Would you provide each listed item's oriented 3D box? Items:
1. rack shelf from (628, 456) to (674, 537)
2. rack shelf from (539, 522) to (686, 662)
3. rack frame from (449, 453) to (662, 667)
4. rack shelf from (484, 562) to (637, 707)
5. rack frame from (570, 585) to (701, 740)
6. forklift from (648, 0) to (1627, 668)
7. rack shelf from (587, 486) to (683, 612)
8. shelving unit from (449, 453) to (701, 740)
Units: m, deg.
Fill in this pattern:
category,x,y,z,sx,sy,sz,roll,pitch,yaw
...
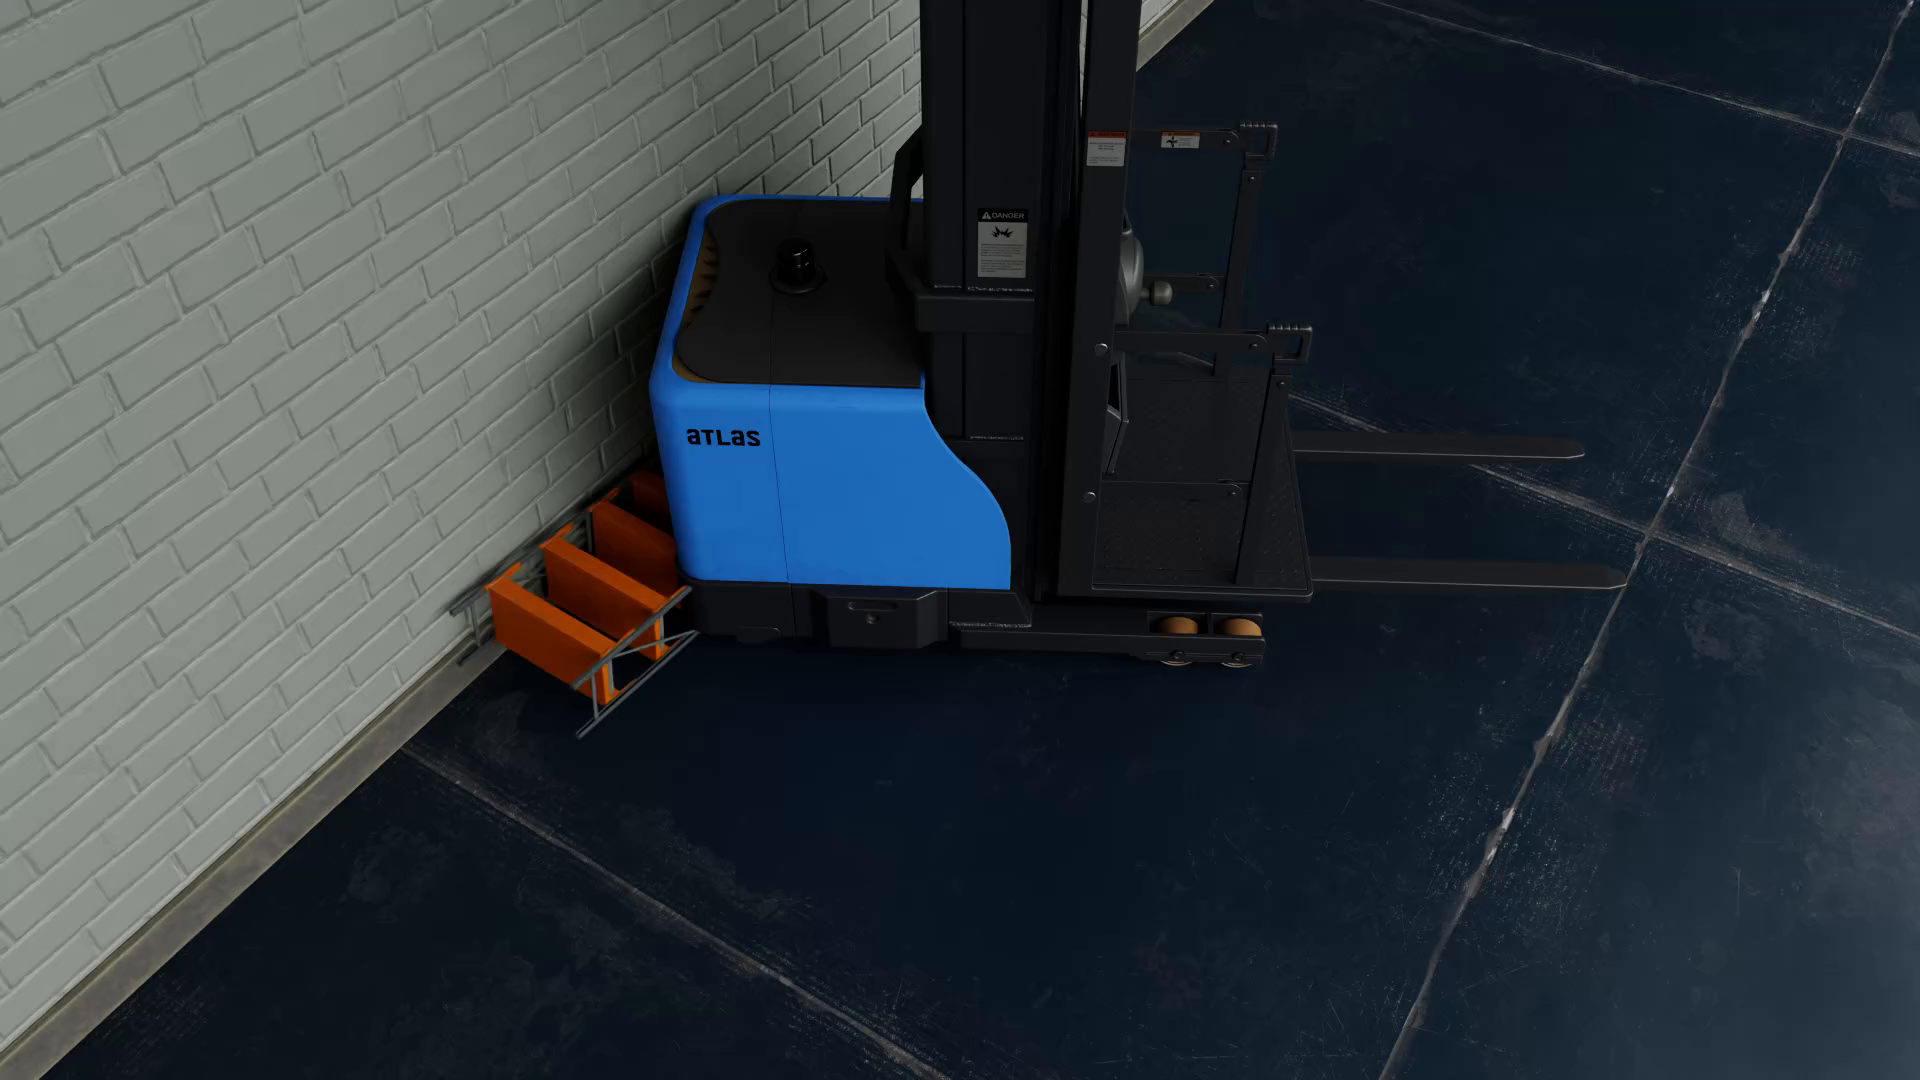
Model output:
category,x,y,z,sx,sy,sz,roll,pitch,yaw
rack shelf,-0.877,-0.054,5.591,0.480,0.258,0.148,27,46,21
rack shelf,-1.107,0.172,5.319,0.480,0.258,0.148,27,46,21
rack frame,-1.226,-0.015,5.506,0.015,0.240,1.200,27,46,21
rack shelf,-1.236,0.299,5.166,0.480,0.258,0.148,27,46,21
rack frame,-0.819,0.192,5.334,0.015,0.240,1.200,27,46,21
forklift,0.628,-1.003,4.681,3.031,2.935,1.130,2,46,2
rack shelf,-0.986,0.052,5.463,0.480,0.258,0.148,27,46,21
shelving unit,-1.022,0.088,5.420,0.503,0.258,1.200,27,46,21
